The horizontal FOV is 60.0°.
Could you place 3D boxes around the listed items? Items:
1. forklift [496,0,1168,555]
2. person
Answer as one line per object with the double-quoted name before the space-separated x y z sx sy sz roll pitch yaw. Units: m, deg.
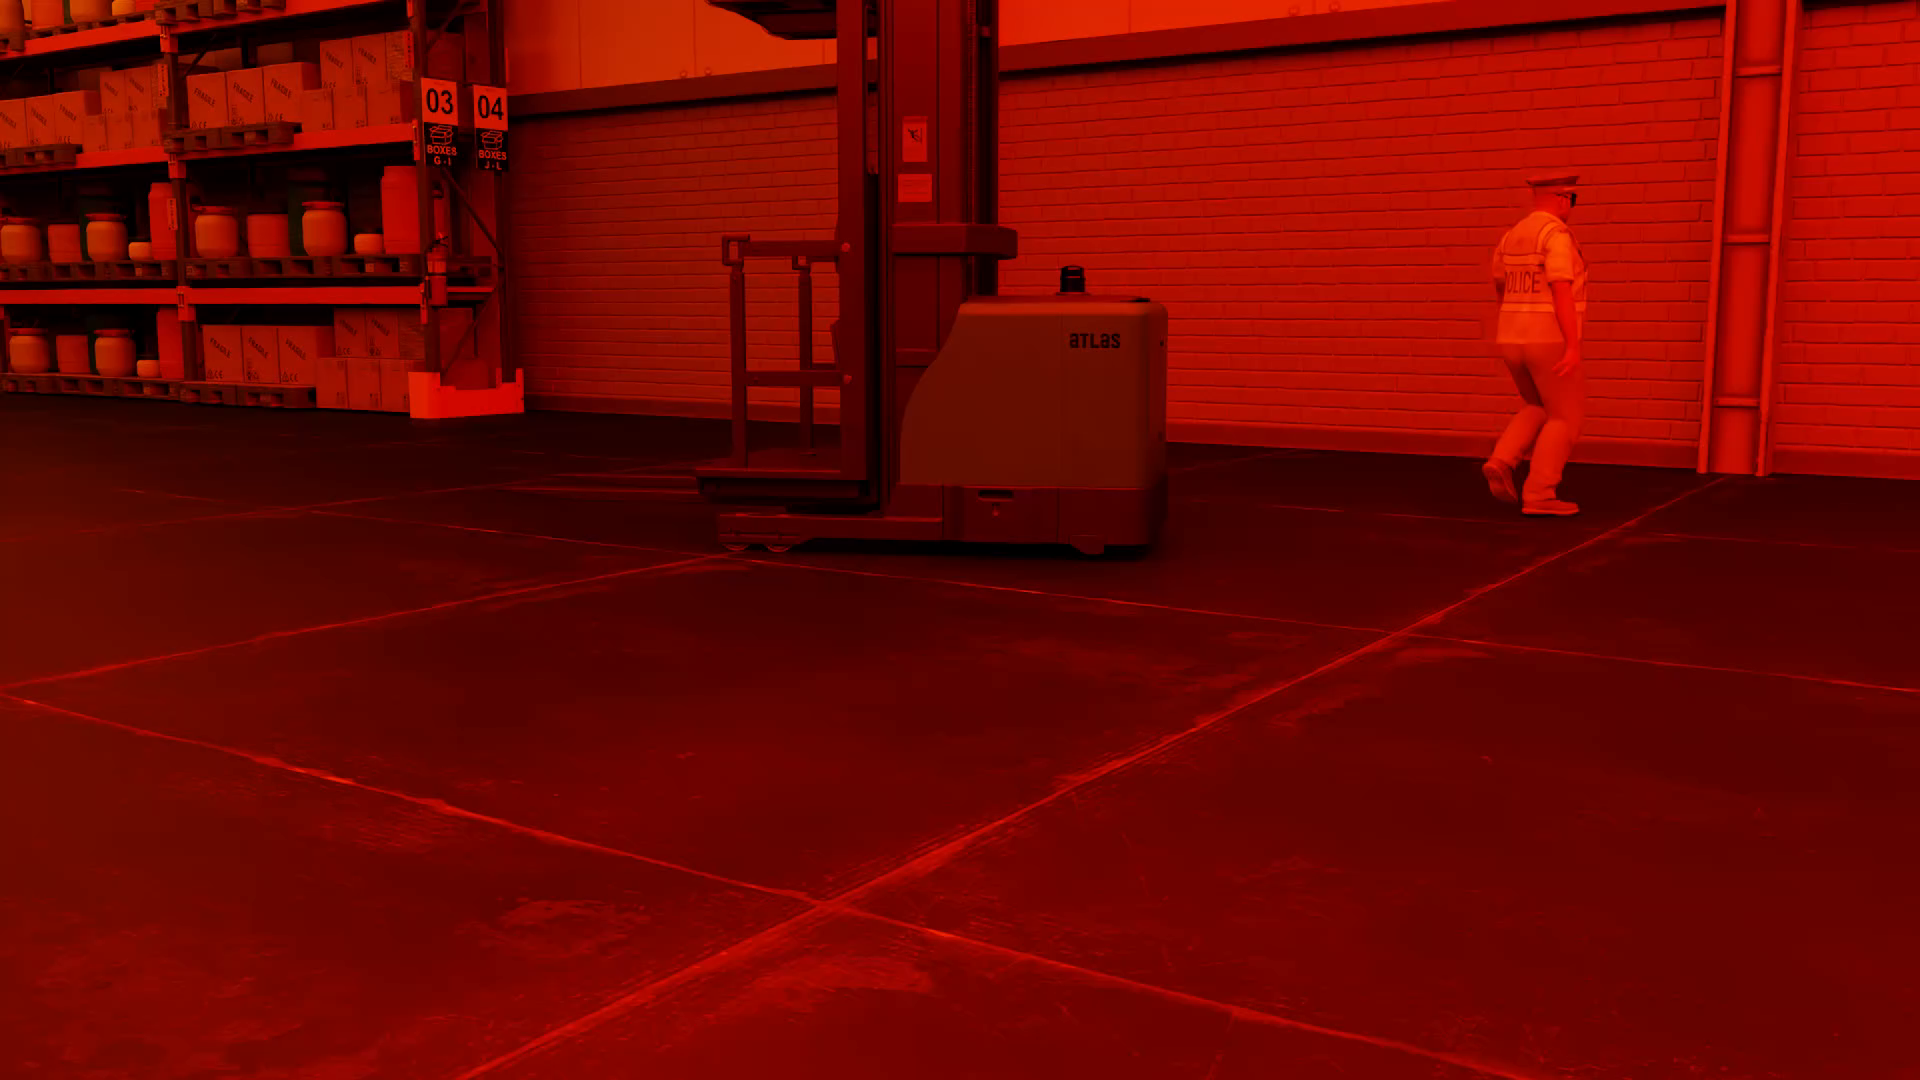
"forklift" -0.596 -1.469 7.520 3.031 2.935 1.130 2 8 12
"person" 2.988 -0.996 8.466 0.477 1.732 0.699 -3 9 -20
